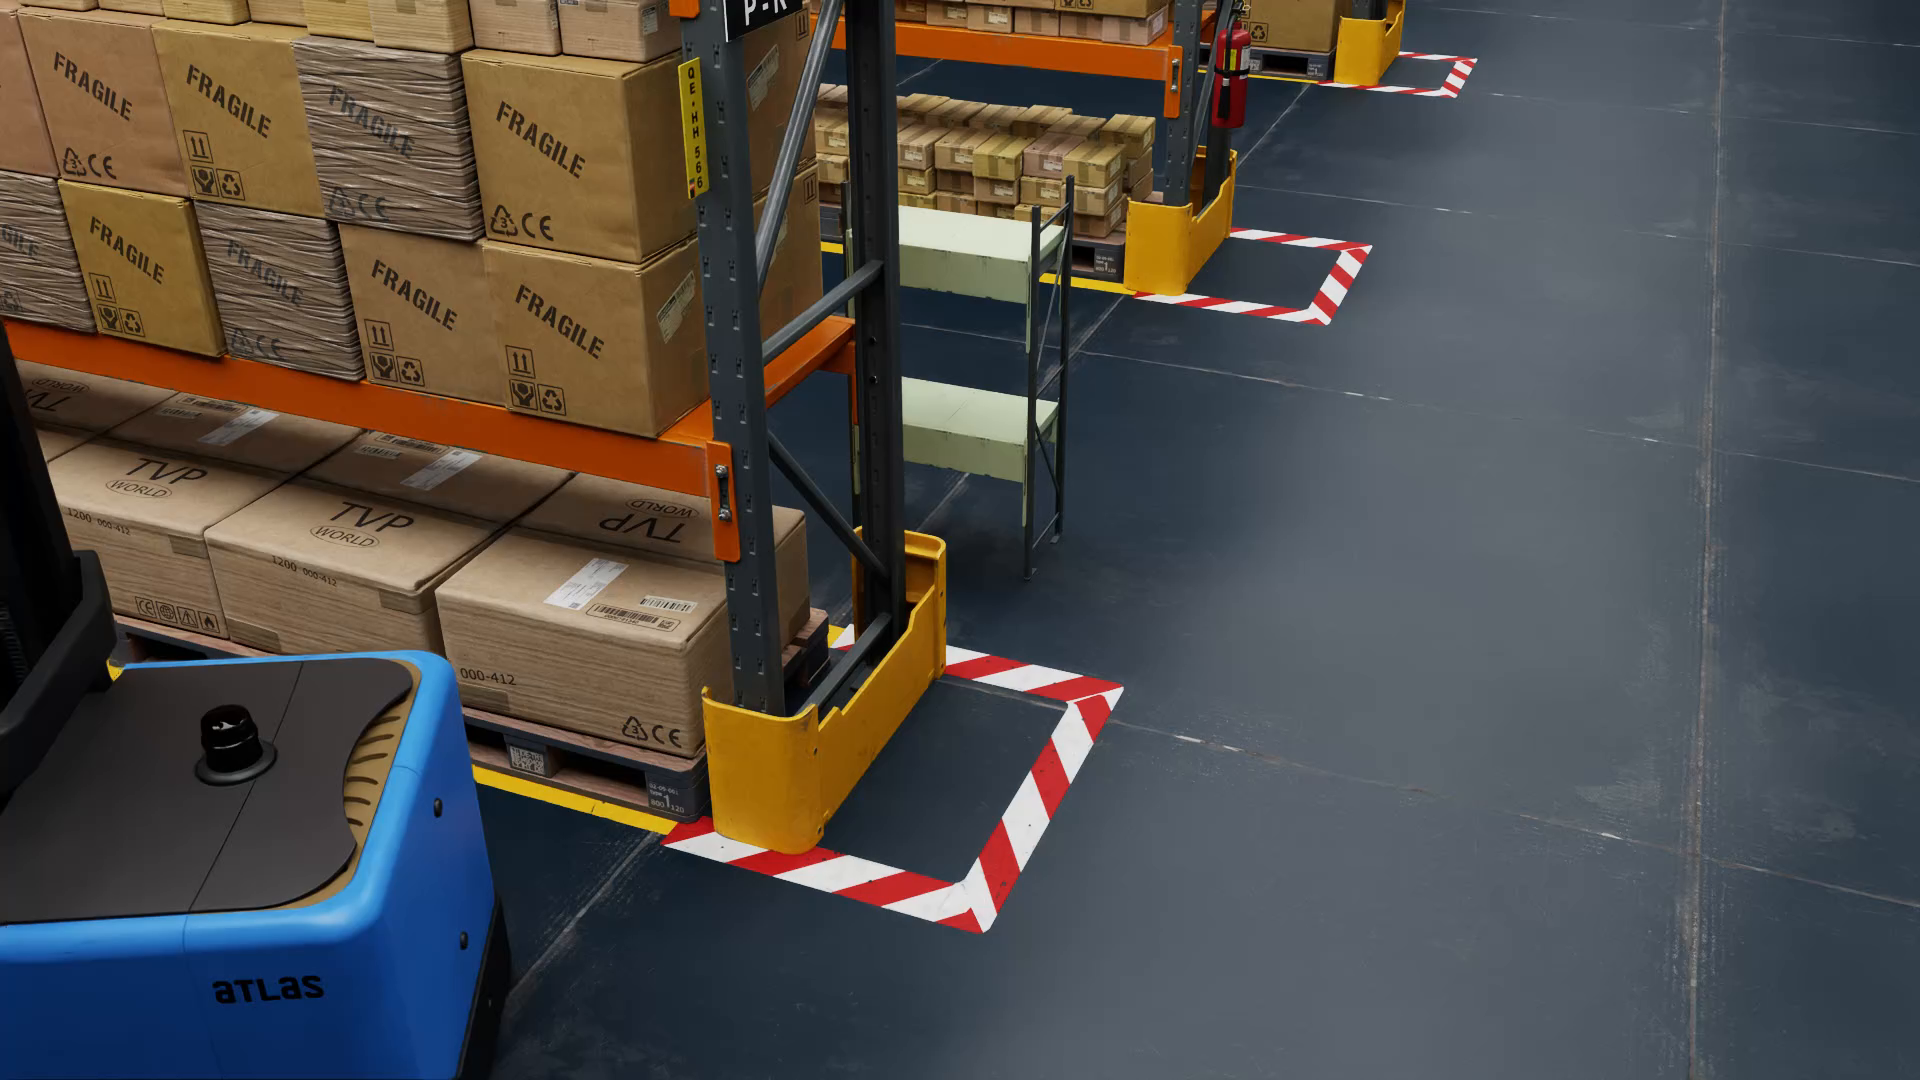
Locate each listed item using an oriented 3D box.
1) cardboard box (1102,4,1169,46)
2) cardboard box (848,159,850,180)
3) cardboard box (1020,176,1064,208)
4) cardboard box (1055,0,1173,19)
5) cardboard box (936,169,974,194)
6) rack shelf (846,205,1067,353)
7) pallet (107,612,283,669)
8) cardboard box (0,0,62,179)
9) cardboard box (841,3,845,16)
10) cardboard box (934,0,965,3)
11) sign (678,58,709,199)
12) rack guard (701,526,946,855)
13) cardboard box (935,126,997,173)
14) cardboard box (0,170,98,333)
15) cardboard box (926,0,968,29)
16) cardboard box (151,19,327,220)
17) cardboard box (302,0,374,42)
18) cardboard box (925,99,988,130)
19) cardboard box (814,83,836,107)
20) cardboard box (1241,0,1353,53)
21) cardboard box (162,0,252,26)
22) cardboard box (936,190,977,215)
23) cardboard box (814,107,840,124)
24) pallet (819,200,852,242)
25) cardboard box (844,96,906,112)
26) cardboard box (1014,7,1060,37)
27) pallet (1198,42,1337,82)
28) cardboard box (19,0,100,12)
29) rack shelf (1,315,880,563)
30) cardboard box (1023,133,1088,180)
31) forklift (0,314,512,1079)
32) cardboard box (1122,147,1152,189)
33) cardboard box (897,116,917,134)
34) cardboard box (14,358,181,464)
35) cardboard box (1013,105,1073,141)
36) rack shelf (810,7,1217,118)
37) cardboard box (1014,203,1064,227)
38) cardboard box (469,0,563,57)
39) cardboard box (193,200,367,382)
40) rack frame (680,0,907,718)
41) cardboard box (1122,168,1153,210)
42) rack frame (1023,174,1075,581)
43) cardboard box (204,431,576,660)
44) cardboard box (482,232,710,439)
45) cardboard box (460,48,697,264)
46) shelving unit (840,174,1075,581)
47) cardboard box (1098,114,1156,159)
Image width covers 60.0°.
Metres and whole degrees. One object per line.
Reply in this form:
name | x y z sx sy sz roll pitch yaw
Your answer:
cardboard box | 0.929 -2.738 8.802 0.250 0.149 0.380 11 31 19
cardboard box | -0.457 -2.196 9.755 0.250 0.149 0.380 13 32 22
cardboard box | 0.519 -2.028 9.458 0.250 0.149 0.380 11 31 18
cardboard box | 0.824 -3.055 8.703 0.500 0.500 0.500 12 32 20
cardboard box | 0.048 -2.147 9.668 0.250 0.149 0.380 11 31 19
rack shelf | -0.006 -0.994 6.191 0.720 0.370 0.431 11 31 19
pallet | -2.327 0.235 6.120 1.213 0.211 1.003 11 31 19
cardboard box | -2.850 -1.465 5.175 0.500 0.500 0.500 12 32 20
cardboard box | -0.484 -3.059 9.368 0.250 0.149 0.380 12 32 20
cardboard box | -0.125 -3.242 9.034 0.500 0.500 0.500 11 31 19
sign | -0.647 -1.003 4.059 0.005 0.325 0.100 11 31 19
rack guard | -0.408 0.452 5.442 0.348 0.500 1.175 11 31 19
cardboard box | 0.036 -2.239 9.529 0.250 0.149 0.380 10 31 17
cardboard box | -2.877 -1.028 5.419 0.500 0.500 0.500 11 31 19
cardboard box | -0.004 -2.940 9.158 0.250 0.149 0.380 10 31 17
cardboard box | -1.919 -1.276 4.842 0.500 0.500 0.500 11 31 19
cardboard box | -1.571 -1.488 4.557 0.250 0.149 0.380 12 32 20
cardboard box | -0.021 -2.534 10.050 0.250 0.149 0.380 13 32 21
cardboard box | -0.960 -2.746 10.426 0.250 0.149 0.380 10 31 17
cardboard box | 2.673 -4.499 13.394 0.875 0.875 0.875 11 31 19
cardboard box | -2.041 -1.588 4.734 0.250 0.149 0.380 12 32 20
cardboard box | 0.048 -1.990 9.692 0.250 0.149 0.380 12 31 20
cardboard box | -0.903 -2.462 9.923 0.250 0.149 0.380 10 31 17
pallet | -0.599 -2.109 10.267 1.213 0.211 1.003 11 31 19
cardboard box | -0.516 -2.606 10.178 0.250 0.149 0.380 11 31 19
cardboard box | 0.474 -2.841 8.983 0.250 0.149 0.380 11 31 19
pallet | 2.525 -4.057 13.714 1.213 0.211 1.003 11 31 19
cardboard box | -2.538 -1.675 4.888 0.250 0.149 0.380 11 31 19
rack shelf | -2.284 -0.697 5.667 4.000 0.370 1.077 11 31 19
cardboard box | 0.540 -2.172 9.410 0.250 0.149 0.380 12 32 20
forklift | -2.696 0.222 3.378 3.031 2.935 1.130 -3 30 -4
cardboard box | 0.948 -2.202 9.765 0.250 0.149 0.380 13 32 21
cardboard box | -0.436 -2.363 9.747 0.250 0.149 0.380 10 31 17
cardboard box | -3.595 -0.283 6.379 0.875 0.438 0.875 11 31 18
cardboard box | 0.493 -2.470 9.938 0.250 0.149 0.380 11 31 19
rack shelf | -0.516 -2.973 9.693 4.000 0.370 1.077 11 31 19
cardboard box | 0.495 -1.862 9.466 0.250 0.149 0.380 12 32 21
cardboard box | -1.082 -1.413 4.424 0.250 0.149 0.380 12 32 20
cardboard box | -1.916 -0.843 5.092 0.500 0.500 0.500 12 32 21
rack frame | -0.430 -0.641 4.835 0.127 3.000 1.000 11 31 19
cardboard box | 0.972 -2.101 9.889 0.250 0.149 0.380 12 32 20
rack frame | 0.333 -0.586 6.263 0.023 1.500 0.400 11 31 19
cardboard box | -1.931 0.050 5.790 0.875 0.438 0.875 12 32 20
cardboard box | -0.977 -0.653 4.755 0.500 0.500 0.500 11 31 19
cardboard box | -0.967 -1.100 4.530 0.500 0.500 0.500 12 32 21
shelving unit | -0.006 -0.654 6.383 0.755 1.500 0.431 11 31 19
cardboard box | 0.979 -2.369 9.759 0.250 0.149 0.380 10 31 17
